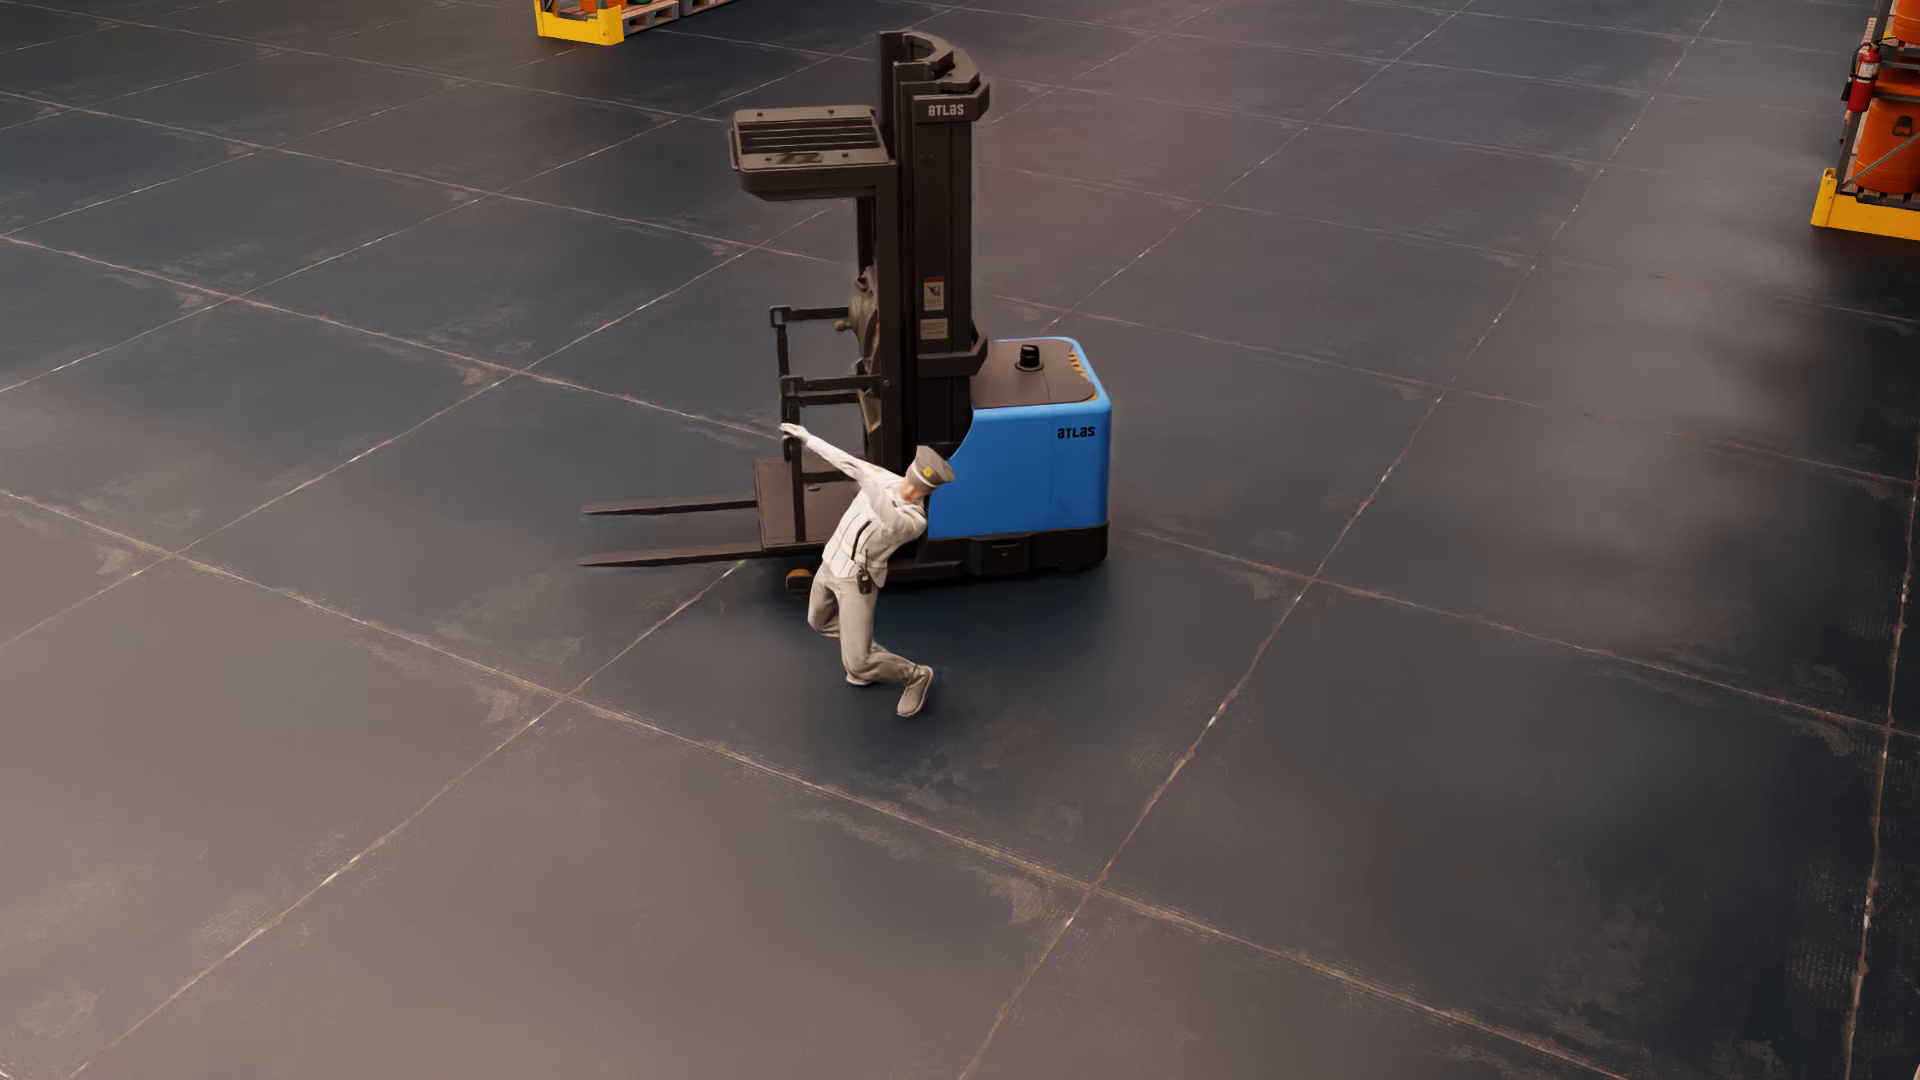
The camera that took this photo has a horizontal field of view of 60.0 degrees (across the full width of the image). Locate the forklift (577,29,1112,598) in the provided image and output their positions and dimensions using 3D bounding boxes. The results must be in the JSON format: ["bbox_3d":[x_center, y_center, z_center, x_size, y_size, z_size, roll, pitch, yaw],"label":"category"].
[{"bbox_3d":[-0.703,-1.222,9.187,3.031,2.935,1.130,-4,30,-8],"label":"forklift"}]

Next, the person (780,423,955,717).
[{"bbox_3d":[-0.429,0.062,8.331,0.683,1.549,0.946,-14,33,-22],"label":"person"}]
